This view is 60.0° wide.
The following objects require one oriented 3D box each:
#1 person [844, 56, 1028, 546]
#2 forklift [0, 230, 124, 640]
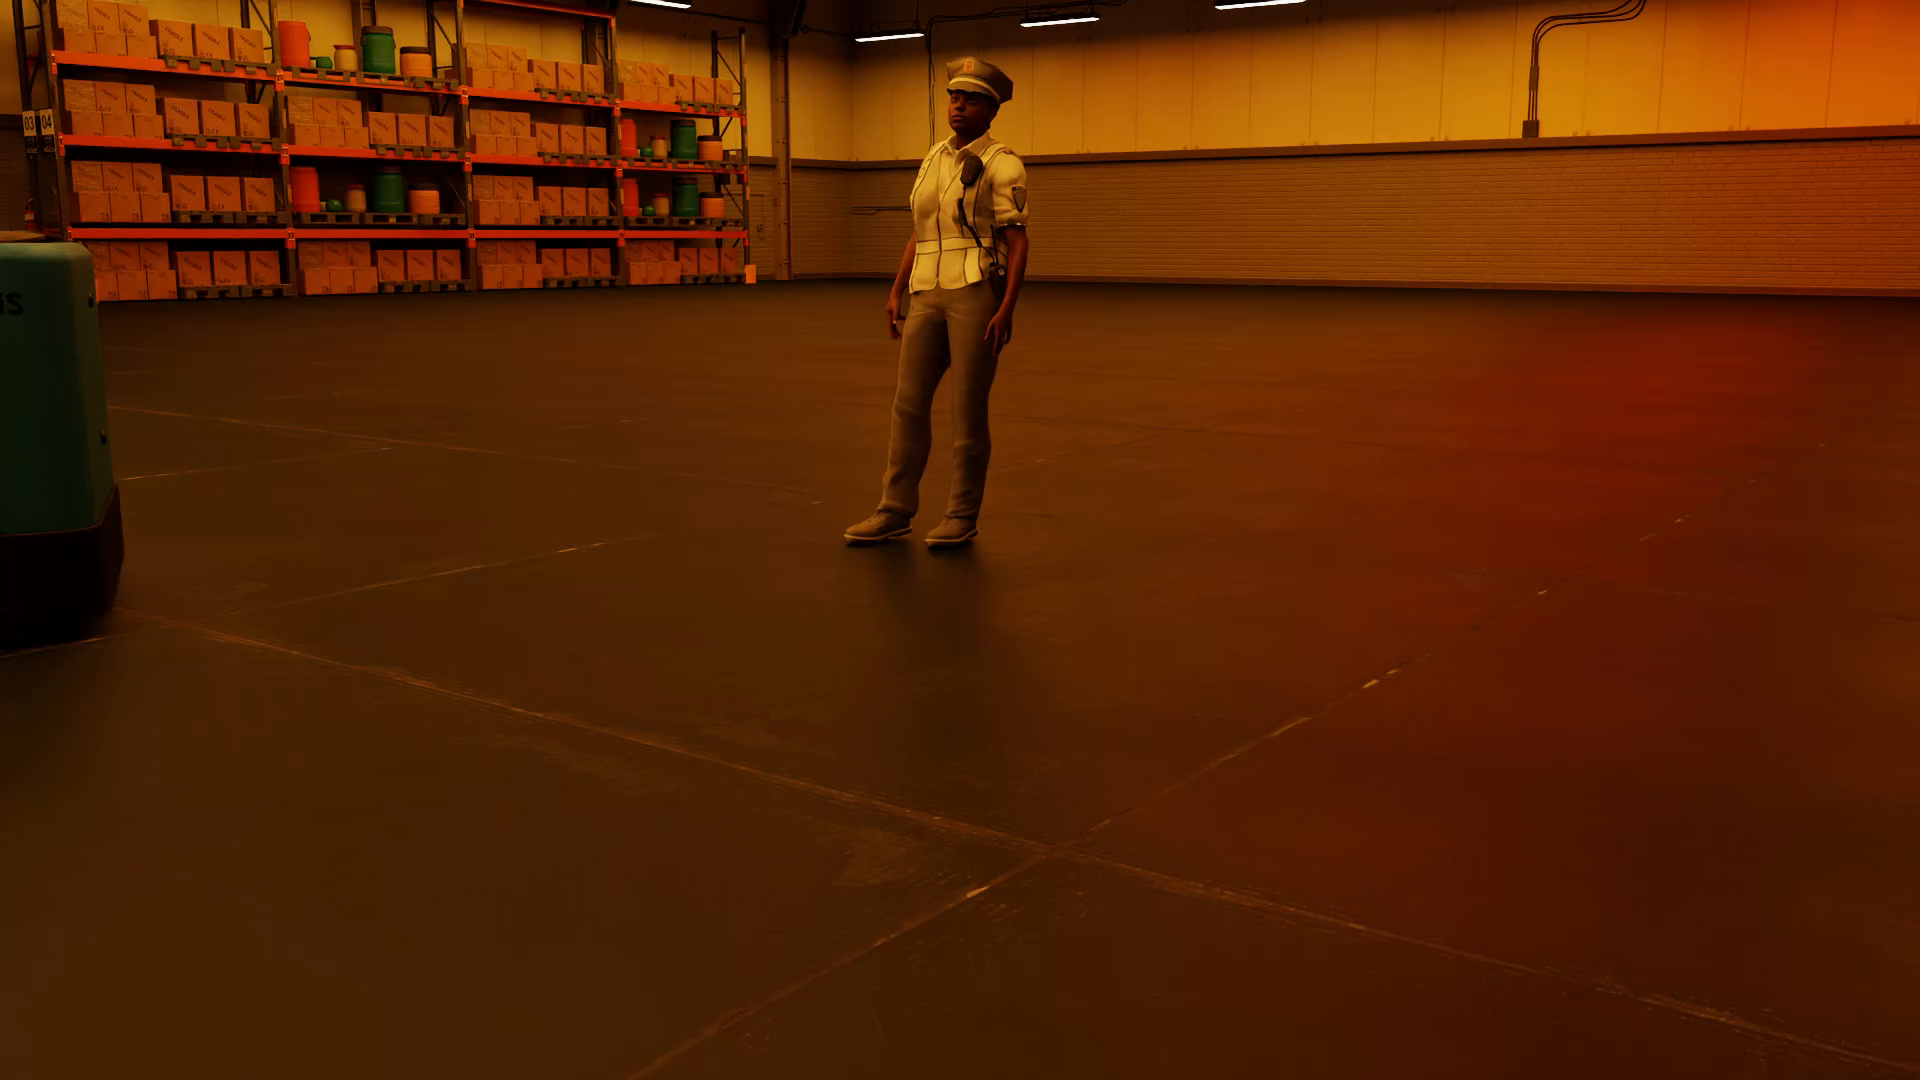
[{"bbox_3d":[-0.061,-0.832,5.879,0.569,1.694,0.530,8,13,36],"label":"person"},{"bbox_3d":[-3.925,-1.140,4.161,3.031,2.935,1.130,-5,11,-23],"label":"forklift"}]
